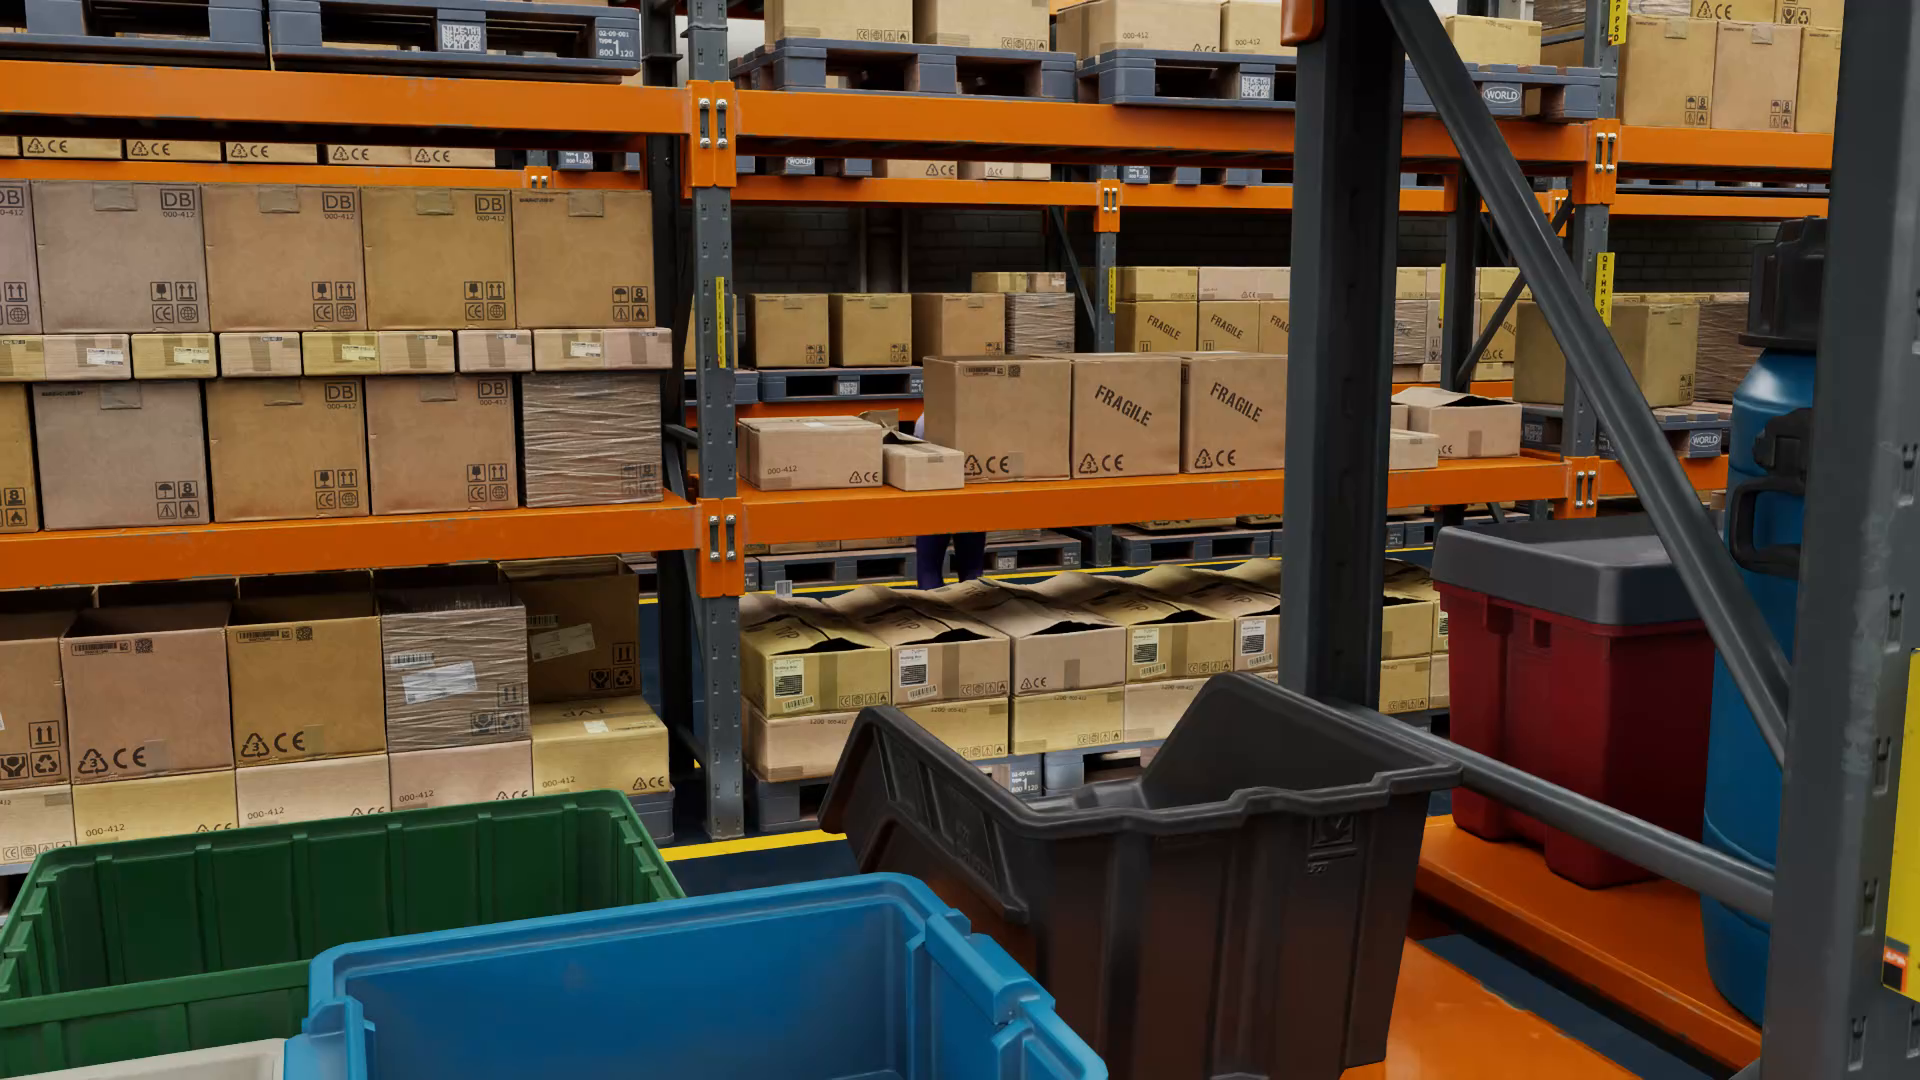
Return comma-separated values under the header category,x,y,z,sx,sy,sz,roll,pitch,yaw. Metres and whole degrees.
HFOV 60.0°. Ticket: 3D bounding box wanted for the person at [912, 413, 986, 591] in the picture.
category,x,y,z,sx,sy,sz,roll,pitch,yaw
person,-0.069,-0.168,9.497,0.469,1.653,0.330,-3,10,-20
